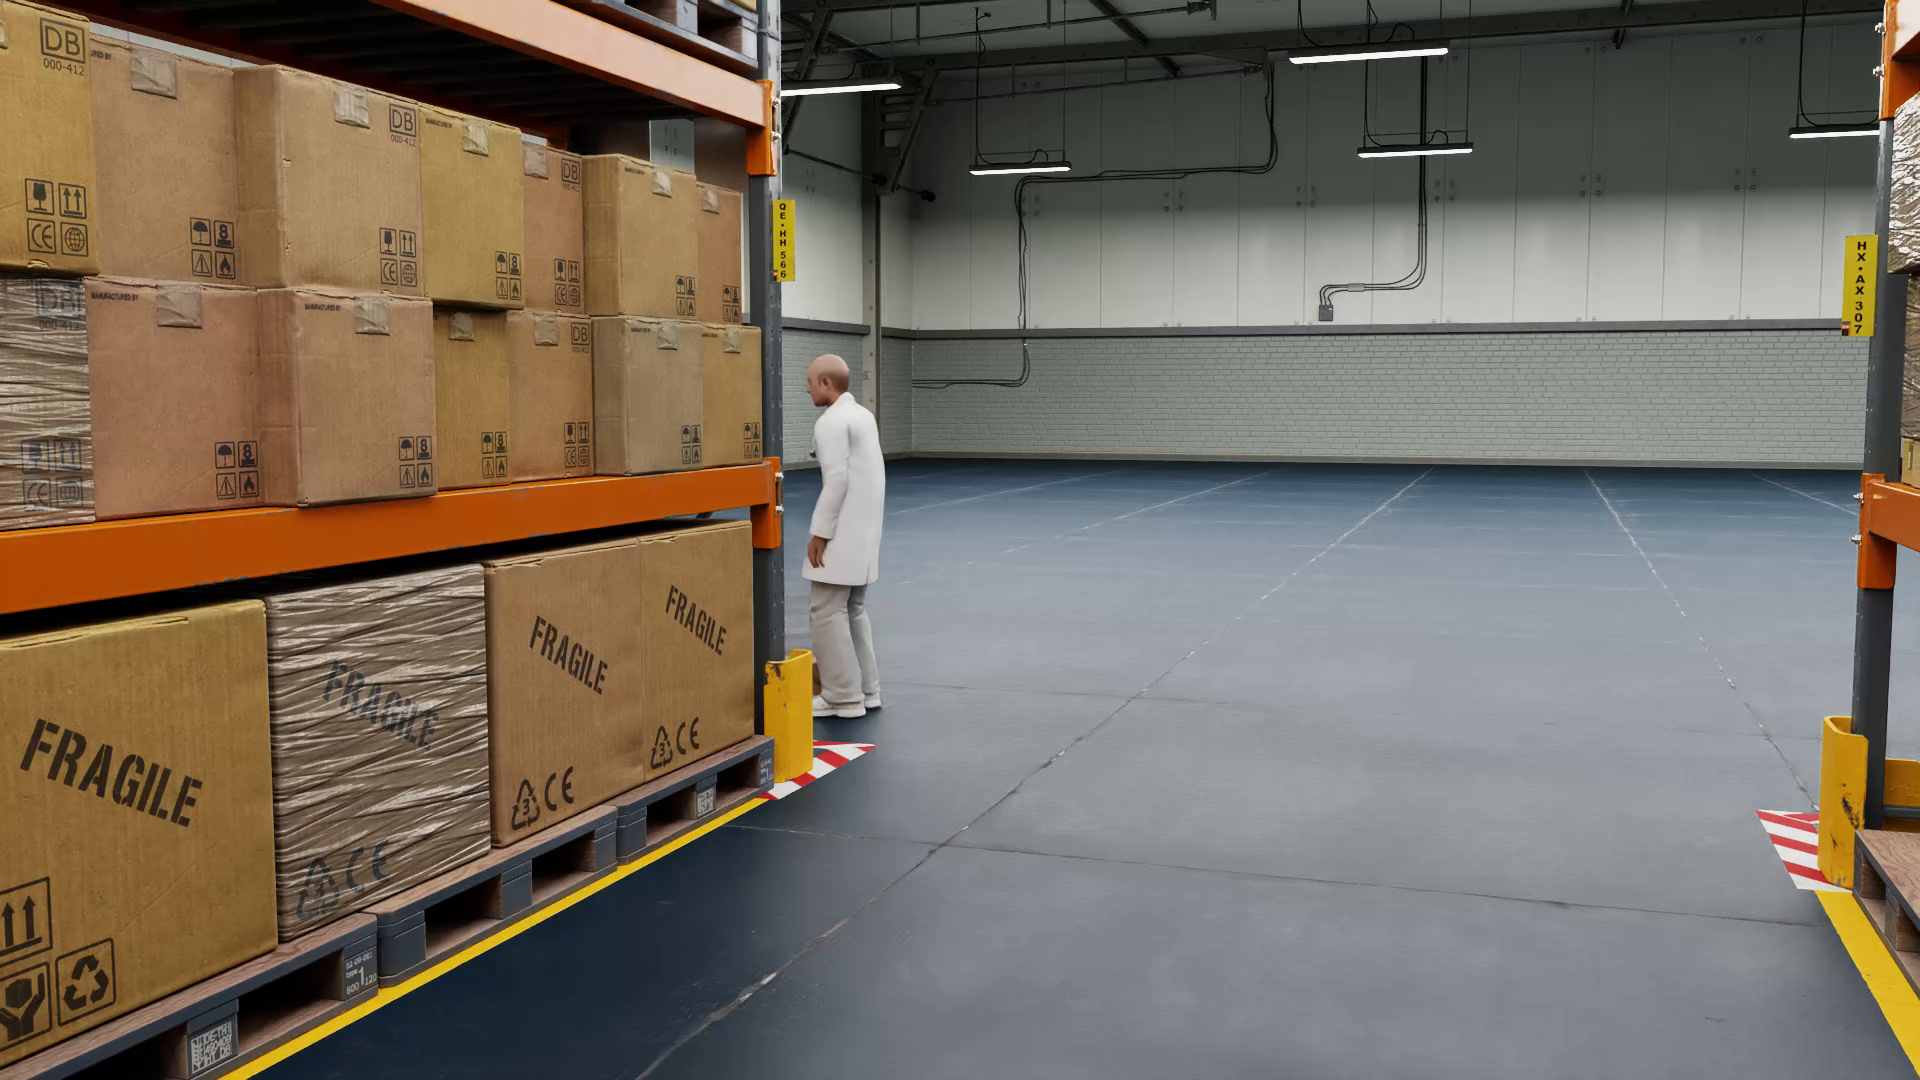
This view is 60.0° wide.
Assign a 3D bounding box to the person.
[{"bbox_3d":[-0.591,-0.025,8.216,0.427,1.773,0.631,1,5,16],"label":"person"}]
